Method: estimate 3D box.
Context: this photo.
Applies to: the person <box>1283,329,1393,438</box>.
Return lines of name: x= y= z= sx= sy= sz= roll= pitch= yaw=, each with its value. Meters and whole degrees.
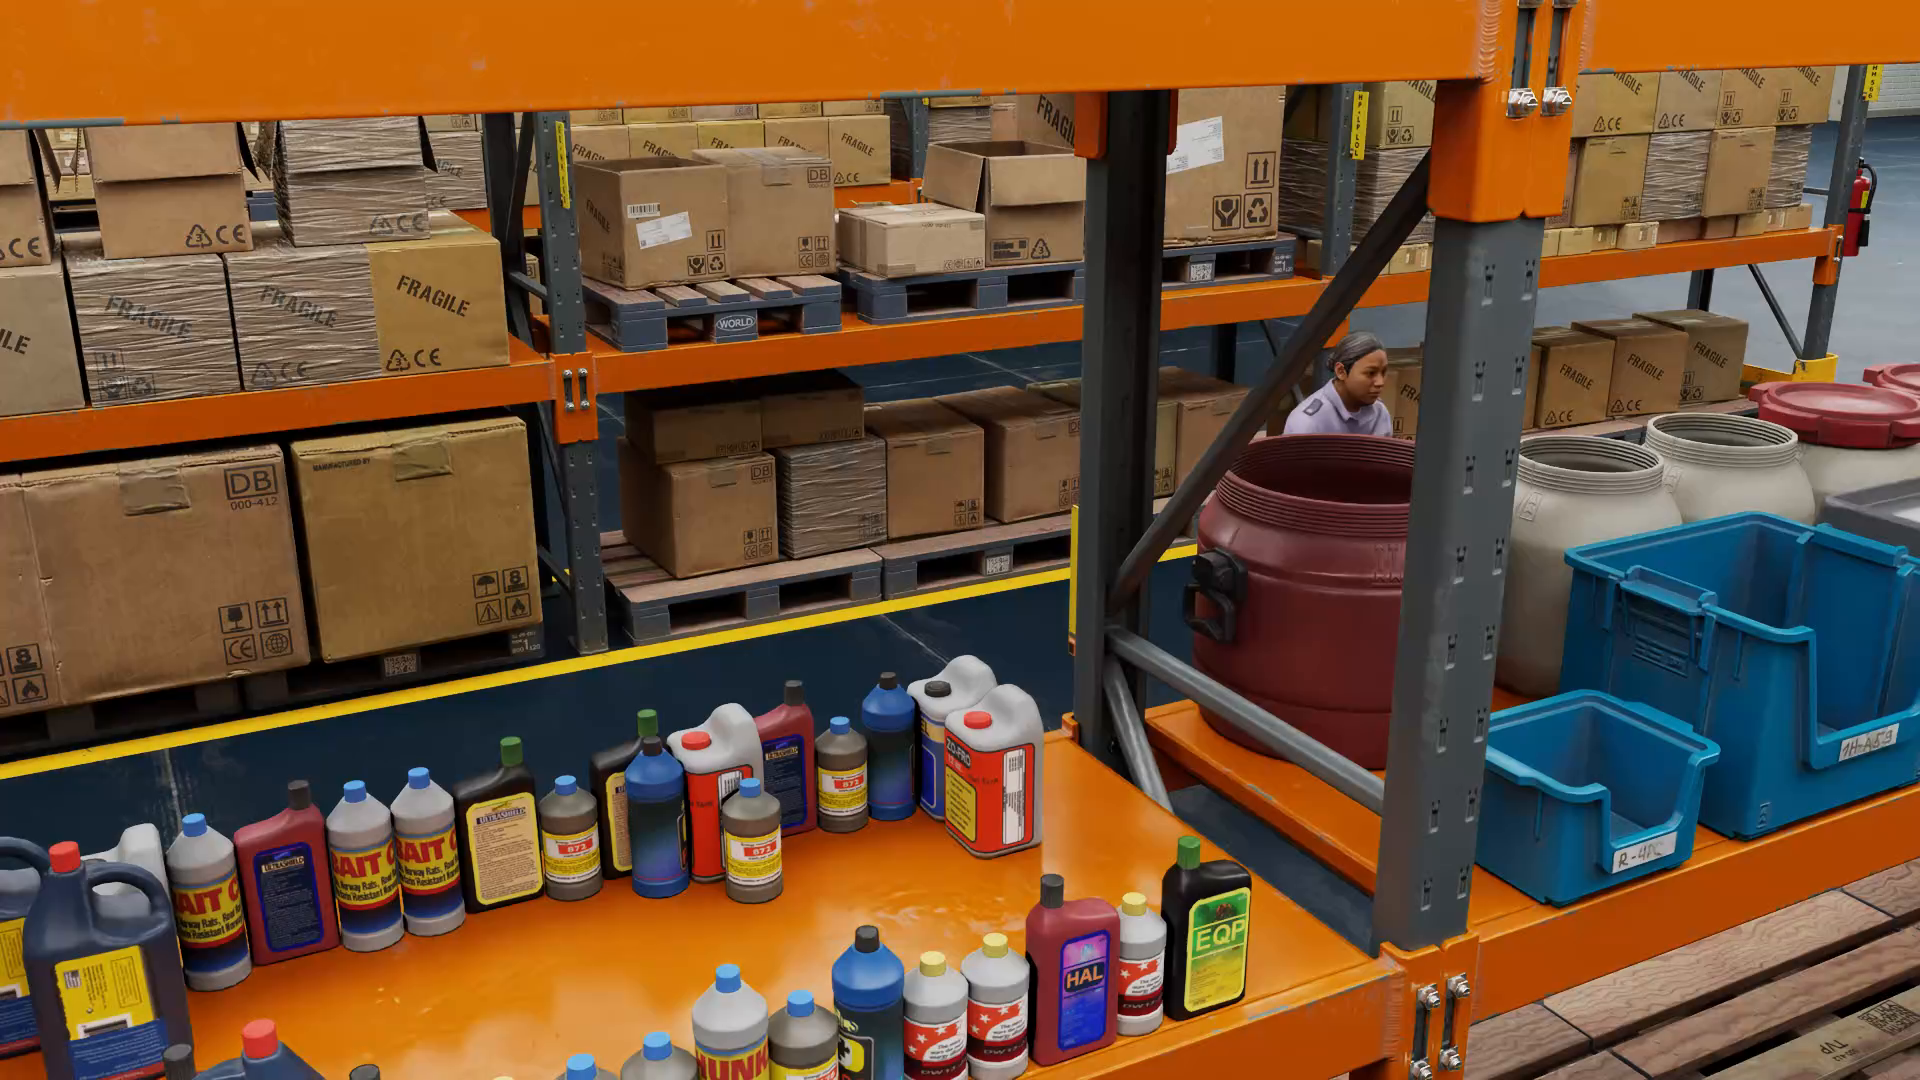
person: x=1.302 y=0.073 z=5.854 sx=0.564 sy=1.653 sz=0.419 roll=-11 pitch=21 yaw=-29
